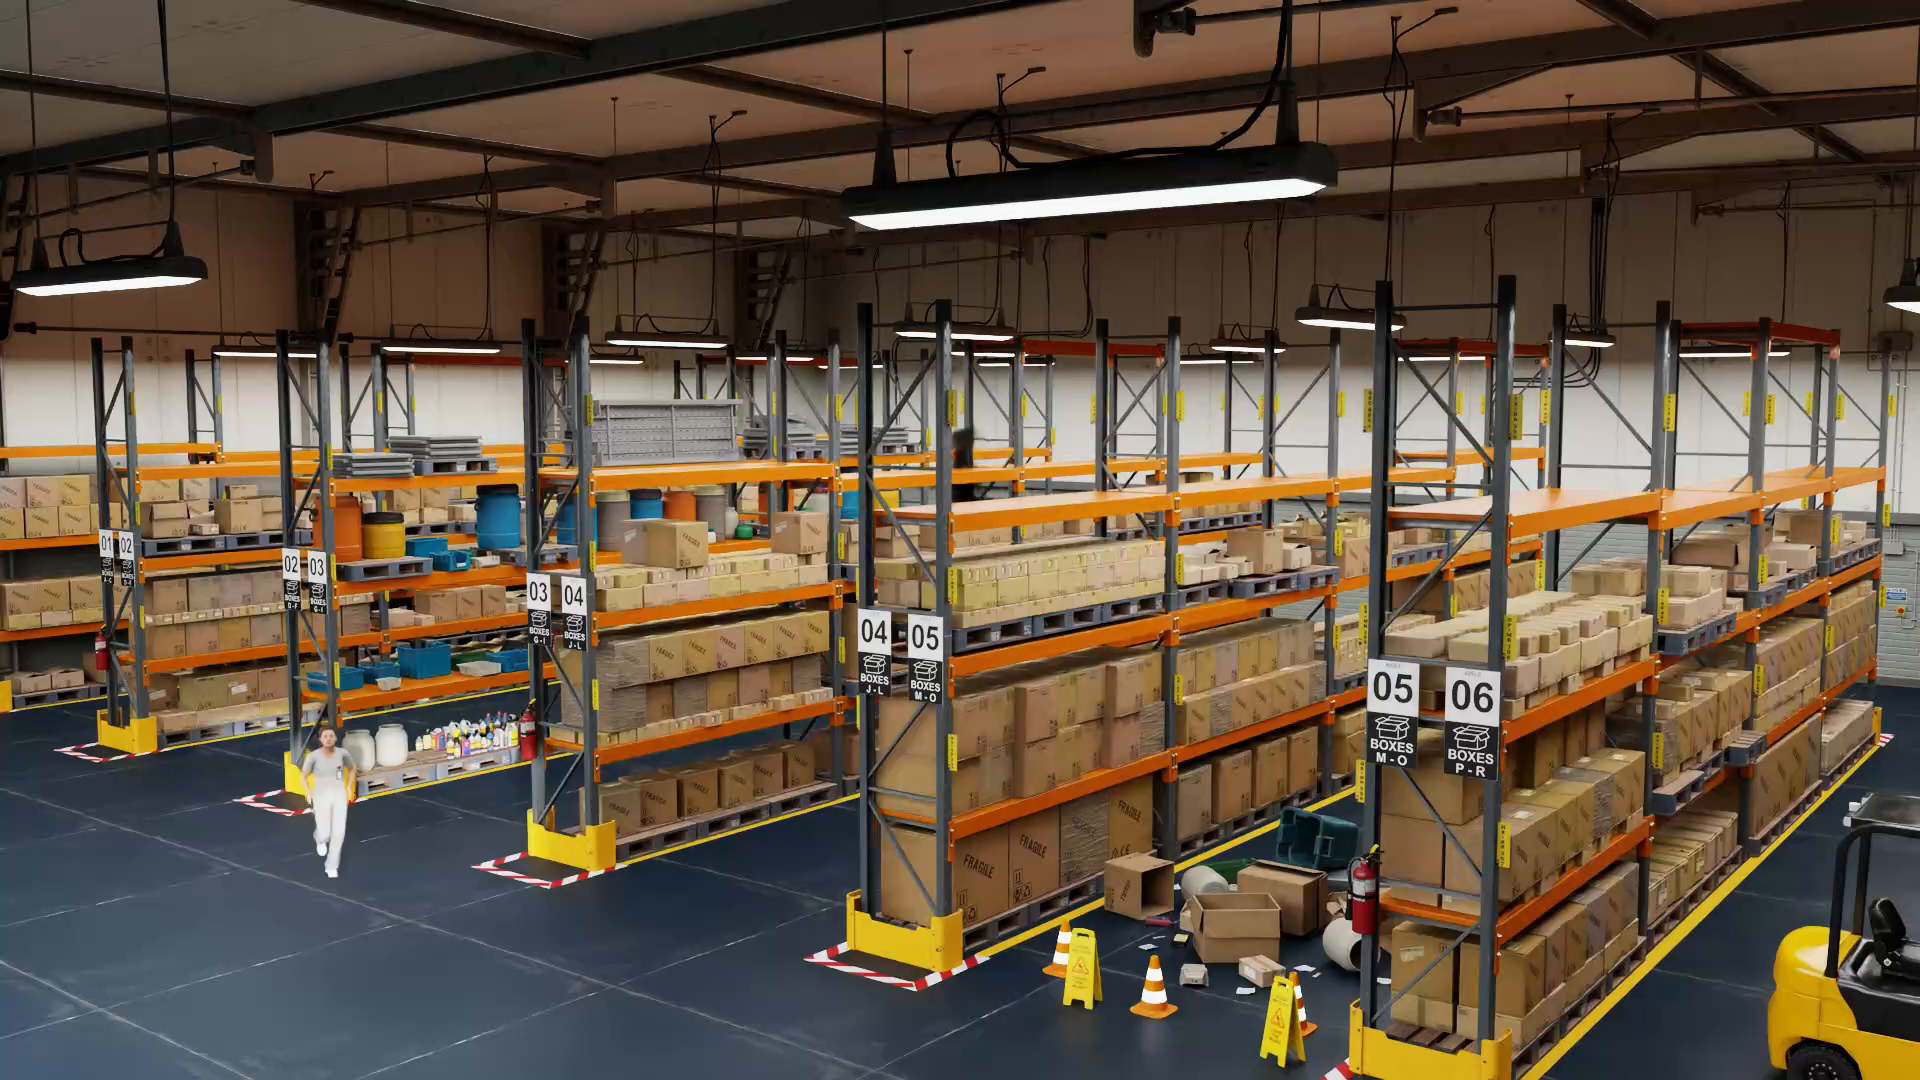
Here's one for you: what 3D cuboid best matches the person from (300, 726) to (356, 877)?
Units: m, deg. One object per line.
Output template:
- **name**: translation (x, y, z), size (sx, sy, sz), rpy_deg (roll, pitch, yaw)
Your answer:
- **person**: translation (-6.835, 2.798, 18.022), size (0.577, 1.622, 0.688), rpy_deg (-3, 6, -28)
